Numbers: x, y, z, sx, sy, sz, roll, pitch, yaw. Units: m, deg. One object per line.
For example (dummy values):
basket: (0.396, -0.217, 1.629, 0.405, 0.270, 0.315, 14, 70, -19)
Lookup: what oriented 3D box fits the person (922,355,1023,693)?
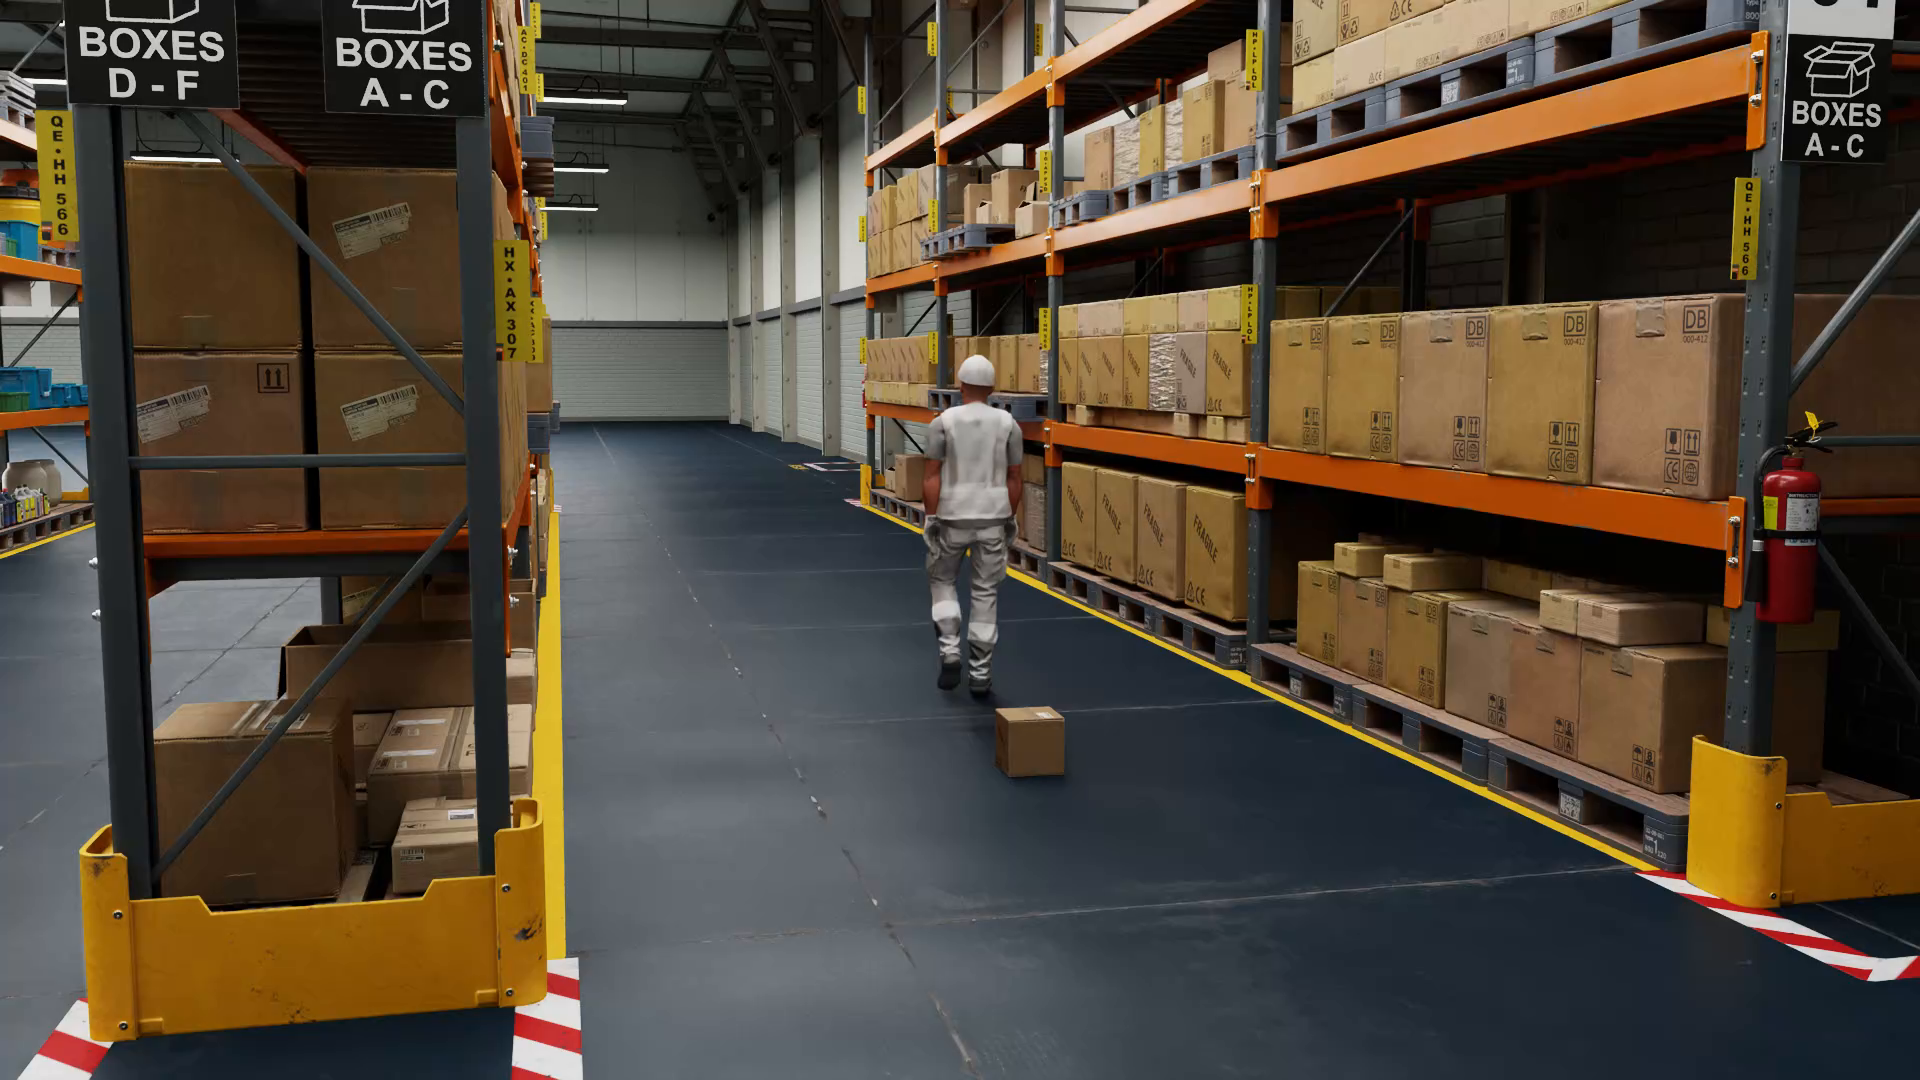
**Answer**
person: (0.063, -0.082, 8.905, 0.539, 1.812, 0.449, 0, 6, -4)
